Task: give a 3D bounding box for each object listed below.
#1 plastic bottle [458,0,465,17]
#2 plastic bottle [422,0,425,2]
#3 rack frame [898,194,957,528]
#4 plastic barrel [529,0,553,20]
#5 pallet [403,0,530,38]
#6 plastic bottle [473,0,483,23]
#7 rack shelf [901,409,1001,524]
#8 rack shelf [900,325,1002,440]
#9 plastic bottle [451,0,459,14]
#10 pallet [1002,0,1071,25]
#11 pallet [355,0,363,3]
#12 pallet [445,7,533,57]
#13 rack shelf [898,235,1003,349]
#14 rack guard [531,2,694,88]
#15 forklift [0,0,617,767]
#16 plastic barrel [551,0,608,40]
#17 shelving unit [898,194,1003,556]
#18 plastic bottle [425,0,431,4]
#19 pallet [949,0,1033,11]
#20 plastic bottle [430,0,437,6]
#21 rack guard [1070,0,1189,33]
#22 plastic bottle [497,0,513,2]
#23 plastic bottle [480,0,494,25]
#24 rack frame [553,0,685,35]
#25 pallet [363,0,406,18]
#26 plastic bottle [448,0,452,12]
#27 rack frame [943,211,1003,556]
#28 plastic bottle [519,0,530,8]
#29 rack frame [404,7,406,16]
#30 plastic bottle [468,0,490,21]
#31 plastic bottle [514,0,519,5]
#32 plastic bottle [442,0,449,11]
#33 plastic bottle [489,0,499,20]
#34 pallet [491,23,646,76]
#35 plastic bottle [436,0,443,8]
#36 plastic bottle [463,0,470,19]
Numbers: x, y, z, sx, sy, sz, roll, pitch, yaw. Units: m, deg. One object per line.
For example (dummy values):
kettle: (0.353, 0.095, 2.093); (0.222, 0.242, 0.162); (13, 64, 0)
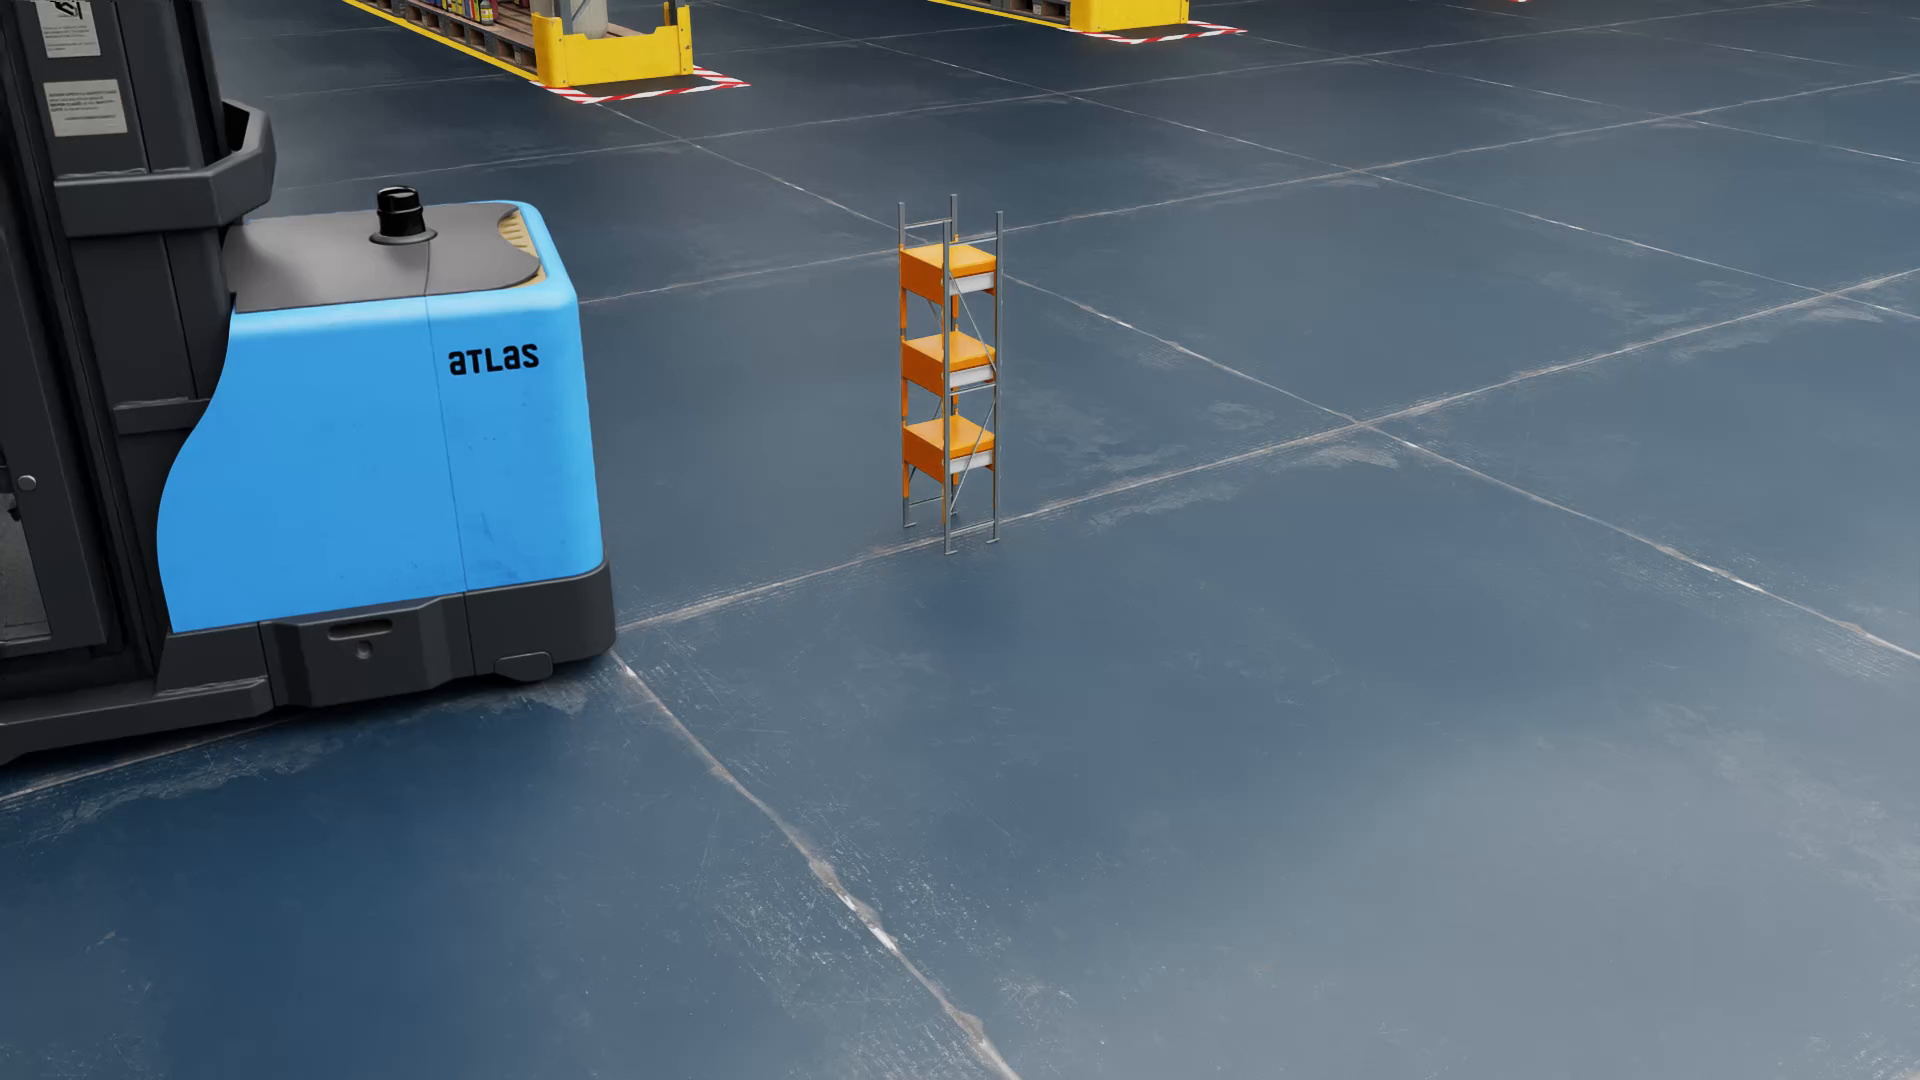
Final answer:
plastic bottle: (-4.208, -4.655, 14.184); (0.144, 0.351, 0.185); (-14, 29, -27)
plastic bottle: (-4.820, -4.970, 15.027); (0.097, 0.201, 0.097); (0, 25, 0)
rack frame: (-0.096, -0.538, 5.159); (0.200, 1.050, 0.008); (-16, 29, -30)
plastic barrel: (-3.251, -4.356, 13.387); (0.421, 0.512, 0.421); (0, 25, 0)
pallet: (-4.406, -4.814, 15.201); (1.003, 0.211, 1.213); (-16, 29, -30)
plastic bottle: (-4.003, -4.457, 13.845); (0.061, 0.283, 0.133); (-15, 29, -28)
rack shelf: (-0.029, -0.233, 5.190); (0.215, 0.259, 0.240); (-16, 29, -30)
rack shelf: (-0.029, -0.484, 5.071); (0.215, 0.259, 0.240); (-16, 29, -30)
plastic bottle: (-4.310, -4.721, 14.325); (0.144, 0.351, 0.185); (-16, 30, -30)
pallet: (1.140, -5.114, 15.836); (1.003, 0.211, 1.213); (-16, 29, -30)
pallet: (-5.869, -5.773, 17.232); (1.003, 0.211, 1.213); (-16, 29, -30)
pallet: (-3.736, -4.378, 14.276); (1.003, 0.211, 1.213); (-16, 29, -30)
rack shelf: (-0.029, -0.741, 4.950); (0.215, 0.259, 0.240); (-16, 29, -30)
rack guard: (-2.635, -3.780, 12.673); (1.175, 0.500, 0.348); (-16, 29, -30)
forklift: (-2.506, -0.961, 3.853); (3.031, 2.935, 1.130); (-8, 27, -17)
plastic barrel: (-2.977, -4.177, 13.007); (0.421, 0.512, 0.421); (0, 25, 0)
shelving unit: (-0.029, -0.494, 5.066); (0.215, 1.050, 0.252); (-16, 29, -30)
plastic bottle: (-4.732, -4.967, 14.934); (0.152, 0.276, 0.135); (-14, 29, -28)
pallet: (0.478, -5.550, 16.759); (1.003, 0.211, 1.213); (-16, 29, -30)
plastic bottle: (-4.645, -4.941, 14.790); (0.144, 0.351, 0.185); (-15, 29, -28)
rack guard: (1.554, -4.946, 15.141); (1.175, 0.500, 0.348); (-16, 29, -30)
plastic bottle: (-4.150, -5.017, 15.040); (0.152, 0.276, 0.135); (-16, 29, -30)
plastic bottle: (-3.924, -4.383, 13.783); (0.097, 0.201, 0.097); (0, 25, 0)
rack frame: (-2.554, -4.895, 12.105); (1.000, 3.000, 0.127); (-16, 29, -30)
pallet: (-5.199, -5.336, 16.306); (1.003, 0.211, 1.213); (-16, 29, -30)
plastic bottle: (-4.407, -4.699, 14.453); (0.097, 0.201, 0.097); (0, 25, 0)
rack frame: (0.037, -0.450, 4.974); (0.200, 1.050, 0.008); (-16, 29, -30)
plastic bottle: (-3.867, -4.865, 14.707); (0.061, 0.283, 0.133); (-16, 29, -30)
rack frame: (-4.738, -6.325, 15.135); (1.000, 3.000, 0.127); (-16, 29, -30)
plastic bottle: (-4.039, -4.513, 13.972); (0.152, 0.276, 0.135); (-15, 29, -29)
plastic bottle: (-3.936, -4.916, 14.815); (0.061, 0.283, 0.133); (-16, 29, -30)
plastic bottle: (-4.487, -4.774, 14.516); (0.061, 0.283, 0.133); (-14, 29, -27)
plastic bottle: (-3.950, -4.542, 14.023); (0.061, 0.283, 0.133); (-16, 29, -30)
pallet: (-3.074, -3.942, 13.352); (1.003, 0.211, 1.213); (-16, 29, -30)
plastic bottle: (-4.542, -4.873, 14.647); (0.144, 0.351, 0.185); (-17, 30, -32)
plastic bottle: (-4.114, -4.563, 14.077); (0.152, 0.276, 0.135); (-16, 30, -31)
